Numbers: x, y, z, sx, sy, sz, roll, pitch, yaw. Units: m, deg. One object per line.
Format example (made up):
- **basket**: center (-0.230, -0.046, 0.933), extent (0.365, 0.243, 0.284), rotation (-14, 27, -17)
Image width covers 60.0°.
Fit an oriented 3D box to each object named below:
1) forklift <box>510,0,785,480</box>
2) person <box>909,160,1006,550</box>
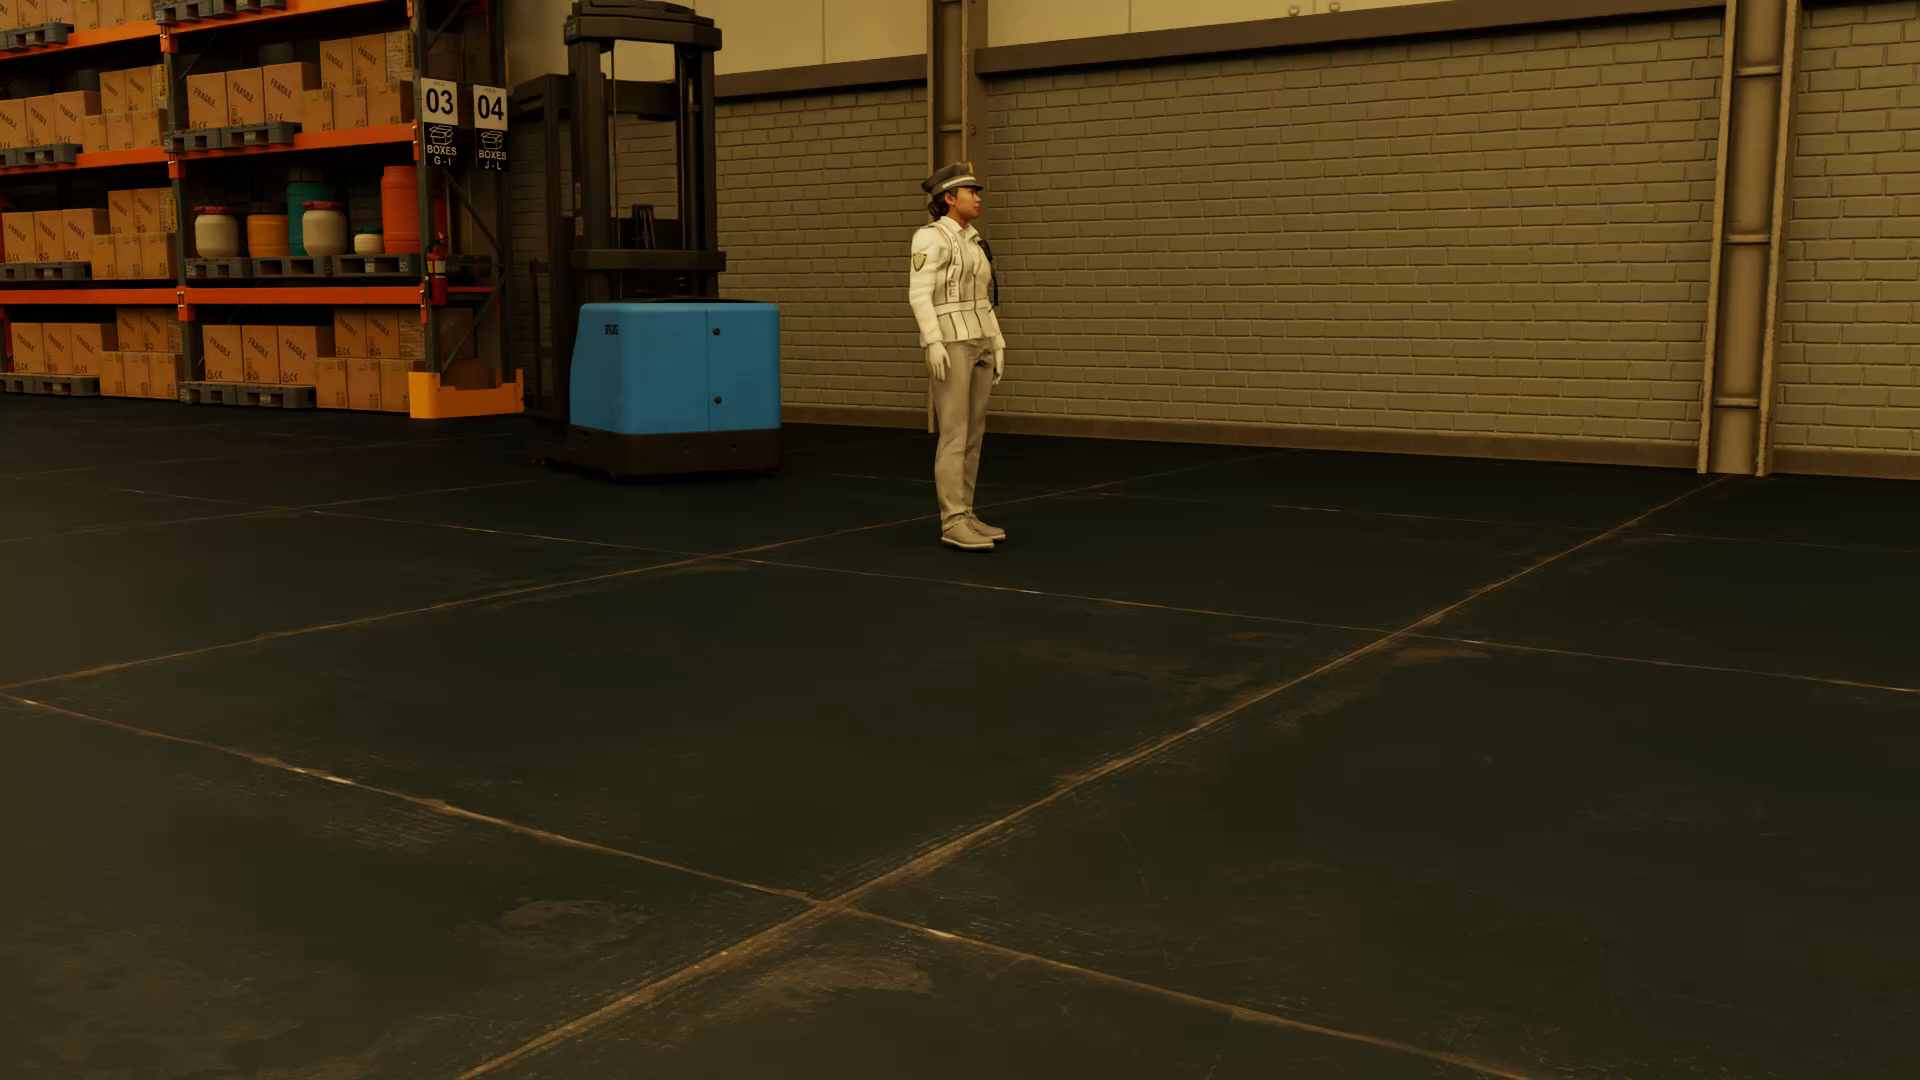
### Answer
- **forklift**: center (-2.276, -1.974, 11.072), extent (1.130, 2.935, 3.031), rotation (-5, 9, -31)
- **person**: center (0.053, -0.840, 7.440), extent (0.531, 1.695, 0.587), rotation (5, 10, 34)
